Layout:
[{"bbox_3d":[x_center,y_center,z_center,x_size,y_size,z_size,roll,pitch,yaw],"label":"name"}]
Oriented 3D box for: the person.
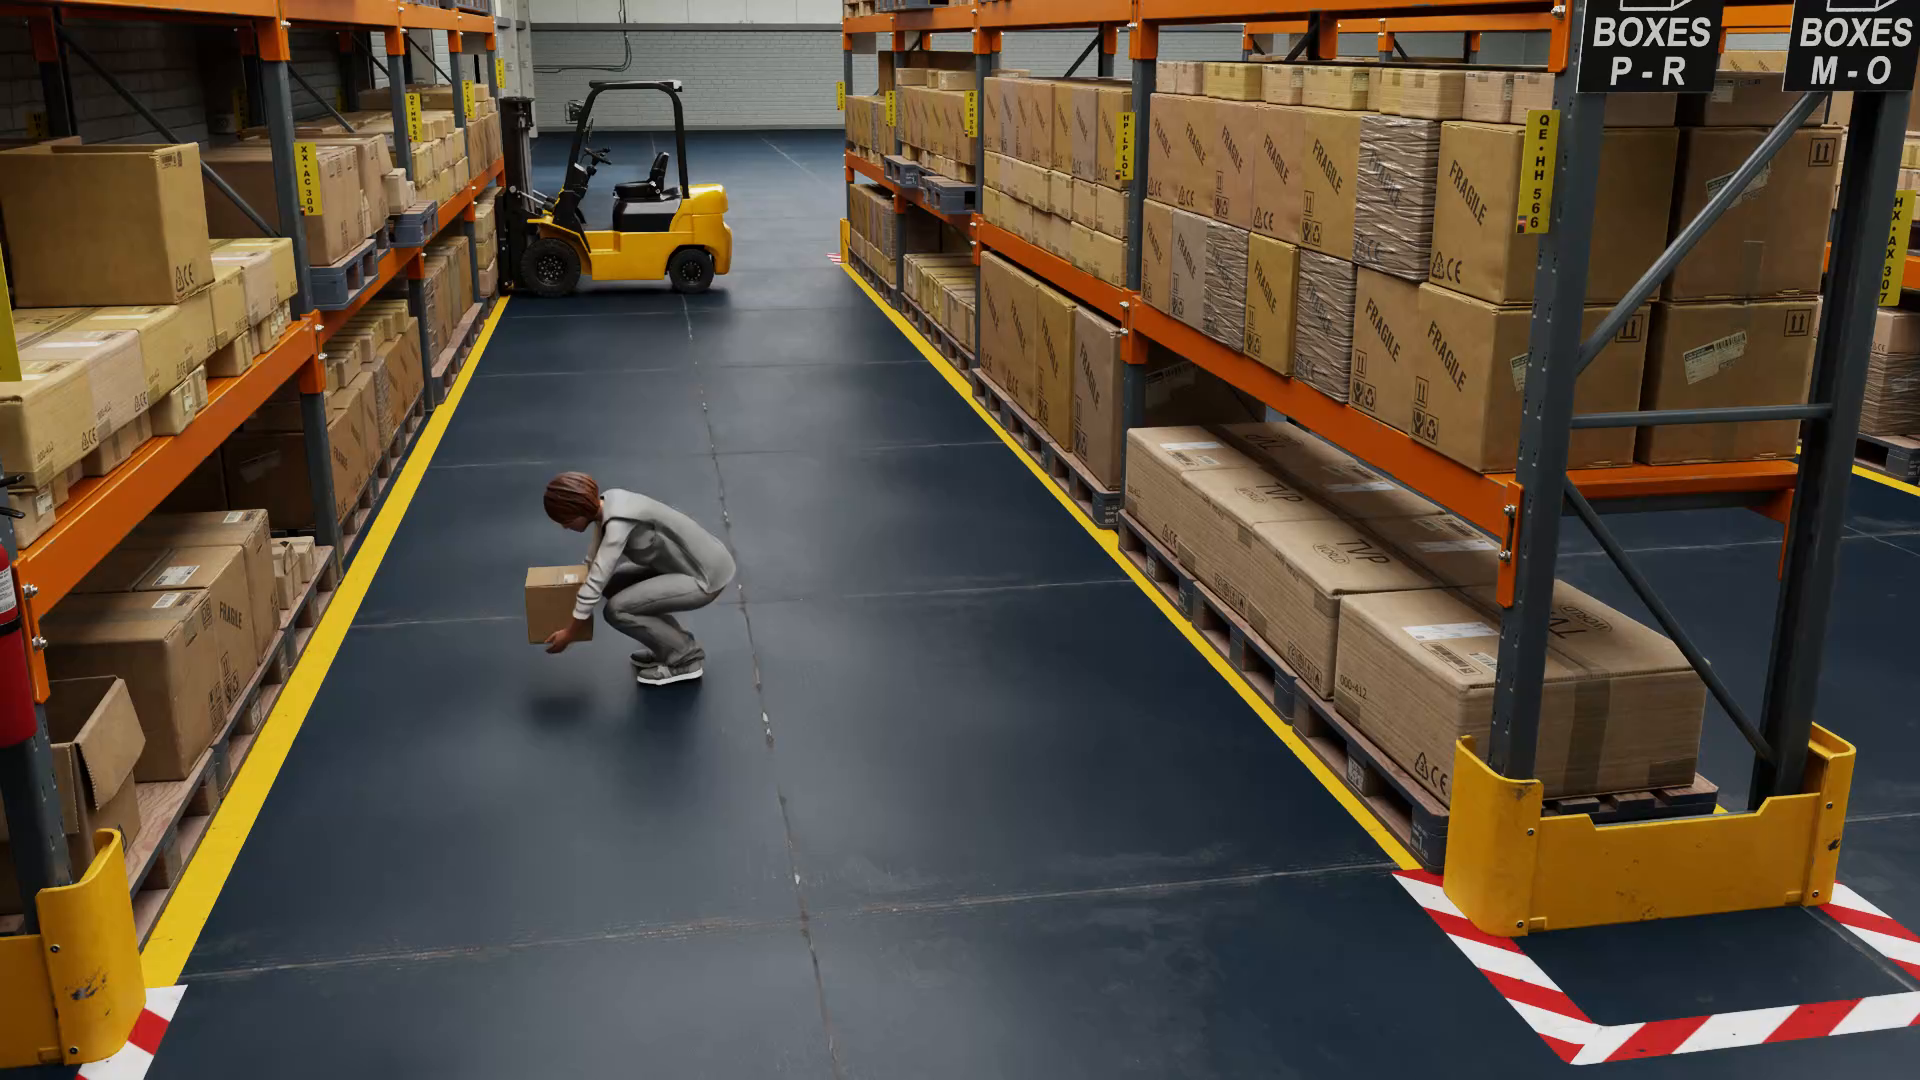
[{"bbox_3d":[-1.314,0.145,6.824,0.792,0.884,0.458,-3,17,-10],"label":"person"}]
